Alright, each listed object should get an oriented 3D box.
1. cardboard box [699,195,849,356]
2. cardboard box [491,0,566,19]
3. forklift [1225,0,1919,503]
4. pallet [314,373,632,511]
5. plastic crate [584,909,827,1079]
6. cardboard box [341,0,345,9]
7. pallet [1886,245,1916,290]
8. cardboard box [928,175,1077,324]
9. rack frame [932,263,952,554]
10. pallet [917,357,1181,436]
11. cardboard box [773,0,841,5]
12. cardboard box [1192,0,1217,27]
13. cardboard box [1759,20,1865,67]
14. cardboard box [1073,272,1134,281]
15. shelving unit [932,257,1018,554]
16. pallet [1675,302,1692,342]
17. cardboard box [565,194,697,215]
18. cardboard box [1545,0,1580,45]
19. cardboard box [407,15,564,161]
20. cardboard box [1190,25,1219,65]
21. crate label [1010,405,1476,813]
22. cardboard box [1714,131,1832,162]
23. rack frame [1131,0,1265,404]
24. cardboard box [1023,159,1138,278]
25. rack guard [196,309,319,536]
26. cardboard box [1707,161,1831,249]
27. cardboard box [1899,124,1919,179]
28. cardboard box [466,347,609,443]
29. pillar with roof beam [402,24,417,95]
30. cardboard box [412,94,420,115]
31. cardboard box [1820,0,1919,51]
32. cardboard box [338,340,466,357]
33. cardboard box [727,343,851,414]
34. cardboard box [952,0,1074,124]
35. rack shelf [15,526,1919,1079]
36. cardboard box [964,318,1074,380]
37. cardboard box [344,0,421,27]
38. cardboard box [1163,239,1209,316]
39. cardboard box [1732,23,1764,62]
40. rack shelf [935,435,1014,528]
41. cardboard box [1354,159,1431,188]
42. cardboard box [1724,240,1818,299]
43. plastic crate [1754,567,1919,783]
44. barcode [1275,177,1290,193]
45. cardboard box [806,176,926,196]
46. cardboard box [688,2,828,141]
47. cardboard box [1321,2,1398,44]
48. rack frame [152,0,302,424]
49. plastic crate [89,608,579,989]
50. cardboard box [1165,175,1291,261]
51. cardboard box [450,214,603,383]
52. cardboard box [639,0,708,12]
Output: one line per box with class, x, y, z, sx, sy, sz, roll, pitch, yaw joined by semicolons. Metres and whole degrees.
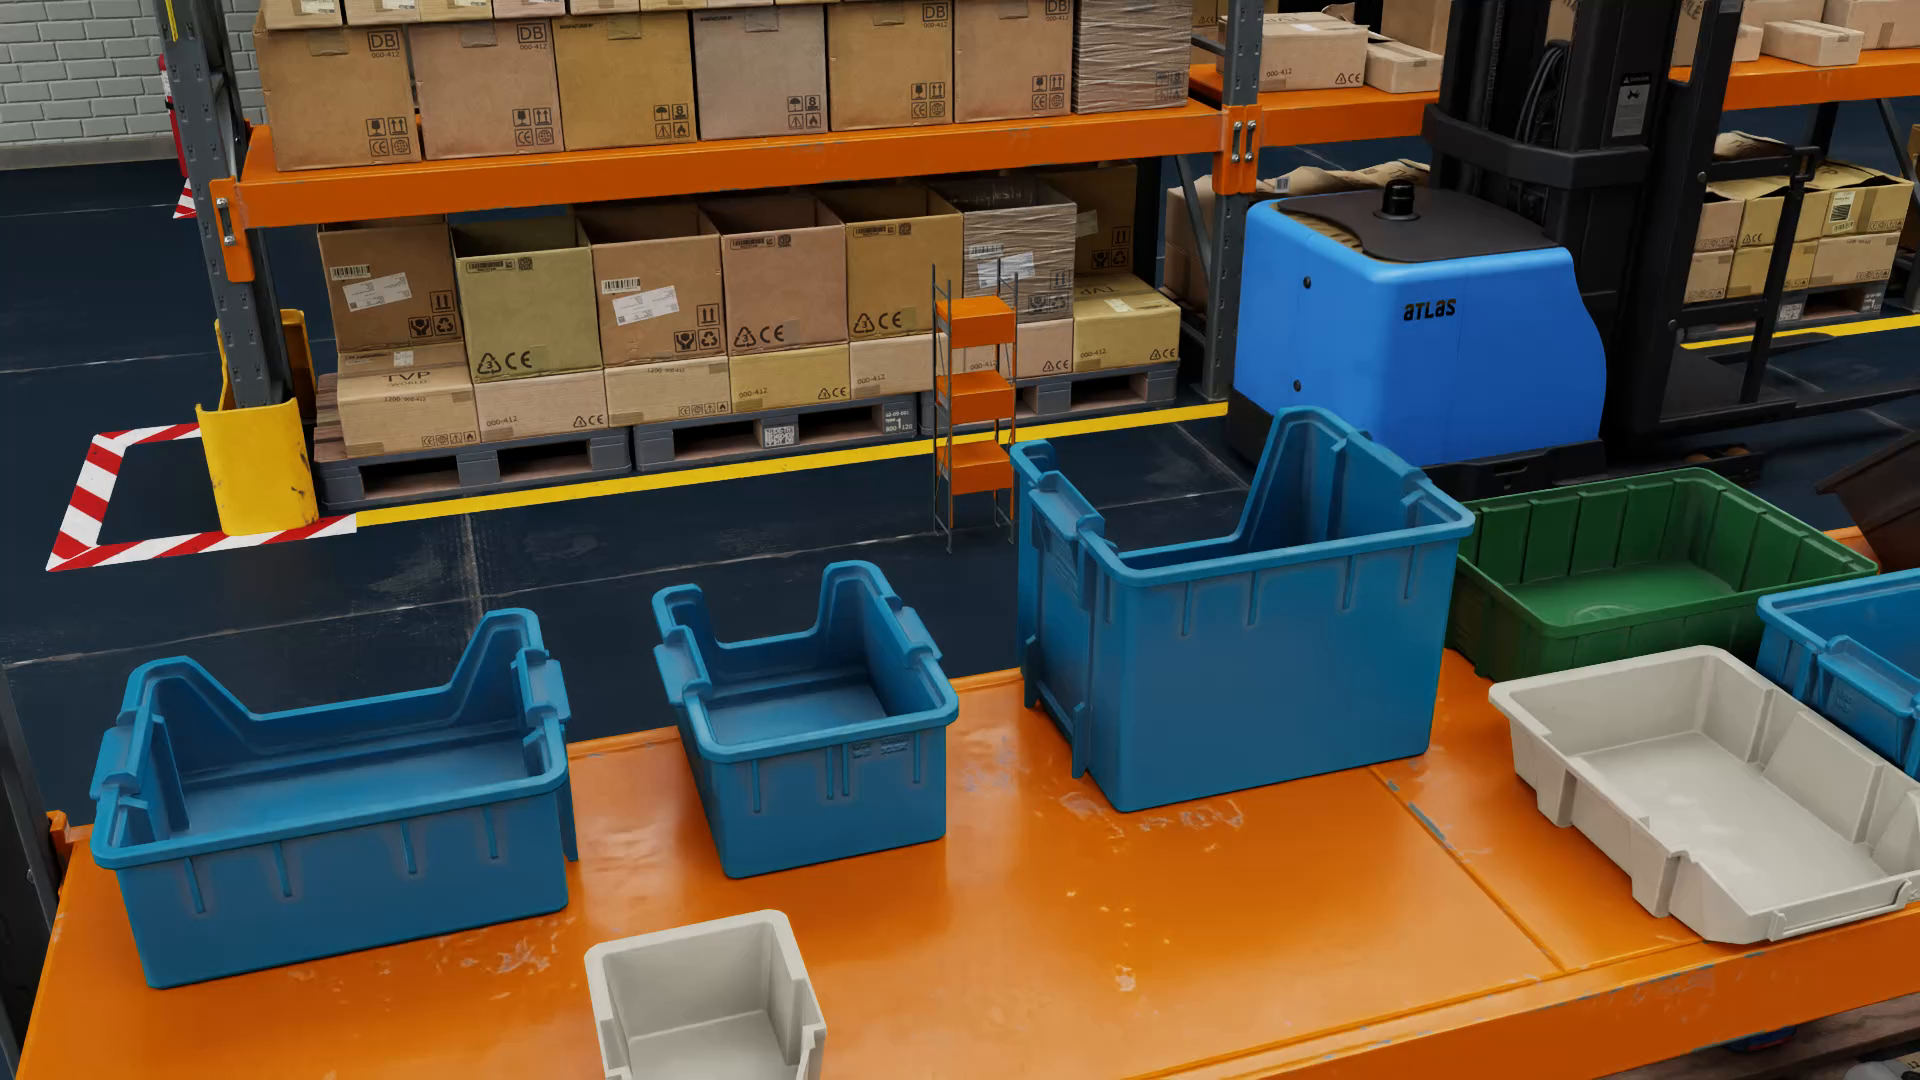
cardboard box;-0.770;-1.102;6.872;0.500;0.500;0.500;-8;28;-16
cardboard box;-1.608;-2.027;6.119;0.250;0.149;0.380;-9;28;-17
forklift;2.679;-1.698;6.374;3.031;2.935;1.130;-9;28;-17
pallet;-2.062;-0.498;7.016;1.213;0.211;1.003;-8;28;-16
plastic crate;-0.295;0.602;1.961;0.250;0.136;0.298;-8;28;-16
cardboard box;-2.223;-2.129;6.324;0.250;0.149;0.380;-8;27;-15
pallet;5.552;-1.564;9.162;1.213;0.211;1.003;-8;28;-16
cardboard box;0.175;-1.247;7.165;0.500;0.500;0.500;-8;28;-16
rack frame;-0.065;-0.461;5.998;0.008;1.050;0.200;-8;28;-16
pallet;0.258;-0.834;7.693;1.213;0.211;1.003;-8;28;-16
cardboard box;-0.624;-2.170;6.406;0.250;0.149;0.380;-7;27;-14
cardboard box;1.576;-3.987;12.380;0.500;0.250;0.500;-8;28;-16
cardboard box;4.061;-2.373;7.938;0.250;0.149;0.380;-8;28;-16
cardboard box;0.493;-1.196;7.905;0.500;0.250;0.500;-8;28;-16
shelving unit;0.051;-0.478;6.031;0.252;1.050;0.215;-8;28;-16
pallet;2.878;-1.214;8.457;1.213;0.211;1.003;-8;28;-16
cardboard box;-1.412;-1.260;7.191;0.500;0.500;0.500;-8;28;-16
cardboard box;2.740;-2.460;7.720;0.500;0.500;0.500;-8;28;-16
cardboard box;-1.830;-1.802;6.394;0.500;0.500;0.700;-8;27;-15
cardboard box;1.635;-3.674;12.593;0.500;0.500;0.700;-8;28;-16
crate label;0.421;0.087;2.661;0.616;0.435;0.502;-8;28;-16
cardboard box;4.242;-1.985;8.865;0.500;0.311;0.500;-7;27;-14
rack frame;1.027;-2.175;7.258;0.127;3.000;1.000;-8;28;-16
cardboard box;0.489;-1.536;7.747;0.500;0.500;0.500;-8;28;-16
rack guard;-2.799;-0.501;6.697;0.348;0.500;1.175;-8;28;-16
cardboard box;3.917;-1.683;8.256;0.500;0.311;0.500;-9;28;-17
cardboard box;5.647;-2.031;9.284;0.500;0.500;0.500;-7;27;-14
cardboard box;-1.723;-0.631;6.767;0.500;0.250;0.500;-8;28;-16
pillar with roof beam;-2.583;-5.047;6.296;0.400;9.000;9.100;-8;28;-16
cardboard box;-3.628;-2.768;10.981;0.500;0.311;0.500;-12;29;-22
cardboard box;4.471;-2.654;8.323;0.500;0.311;0.500;-7;27;-13
cardboard box;-2.358;-0.779;7.067;0.500;0.250;0.500;-8;28;-16
cardboard box;-0.770;-0.766;7.040;0.500;0.250;0.500;-8;28;-16
cardboard box;0.108;-2.081;6.955;0.500;0.500;0.700;-9;28;-17
rack shelf;0.656;0.518;2.643;4.000;0.370;1.077;-8;28;-16
cardboard box;0.176;-0.910;7.331;0.500;0.250;0.500;-8;28;-16
cardboard box;-2.086;-1.960;5.983;0.250;0.149;0.380;-9;28;-17
cardboard box;1.332;-1.311;8.138;0.500;0.250;0.500;-9;28;-17
cardboard box;3.636;-2.414;8.021;0.250;0.149;0.380;-6;27;-12
rack shelf;0.051;-0.219;6.160;0.240;0.259;0.215;-8;28;-16
cardboard box;2.292;-1.702;8.293;0.500;0.311;0.500;-8;28;-16
cardboard box;3.917;-1.434;8.386;0.500;0.250;0.500;-9;28;-17
plastic crate;1.590;0.254;2.533;0.616;0.251;0.499;-8;28;-16
barcode;1.399;-1.541;7.218;0.075;0.075;0.001;-8;28;-16
cardboard box;-0.461;-1.398;7.469;0.500;0.500;0.500;-8;28;-16
cardboard box;-0.857;-1.942;6.676;0.500;0.500;0.700;-7;27;-15
cardboard box;1.807;-2.313;7.688;0.258;0.266;0.396;-9;28;-17
rack frame;-2.776;-1.624;6.148;0.127;3.000;1.000;-8;28;-16
plastic crate;-0.862;0.342;2.355;0.616;0.251;0.499;-8;28;-16
cardboard box;1.324;-1.560;8.007;0.500;0.311;0.500;-8;28;-16
cardboard box;-1.722;-0.966;6.599;0.500;0.500;0.500;-8;28;-16
cardboard box;-1.112;-2.101;6.266;0.250;0.149;0.380;-9;28;-17
